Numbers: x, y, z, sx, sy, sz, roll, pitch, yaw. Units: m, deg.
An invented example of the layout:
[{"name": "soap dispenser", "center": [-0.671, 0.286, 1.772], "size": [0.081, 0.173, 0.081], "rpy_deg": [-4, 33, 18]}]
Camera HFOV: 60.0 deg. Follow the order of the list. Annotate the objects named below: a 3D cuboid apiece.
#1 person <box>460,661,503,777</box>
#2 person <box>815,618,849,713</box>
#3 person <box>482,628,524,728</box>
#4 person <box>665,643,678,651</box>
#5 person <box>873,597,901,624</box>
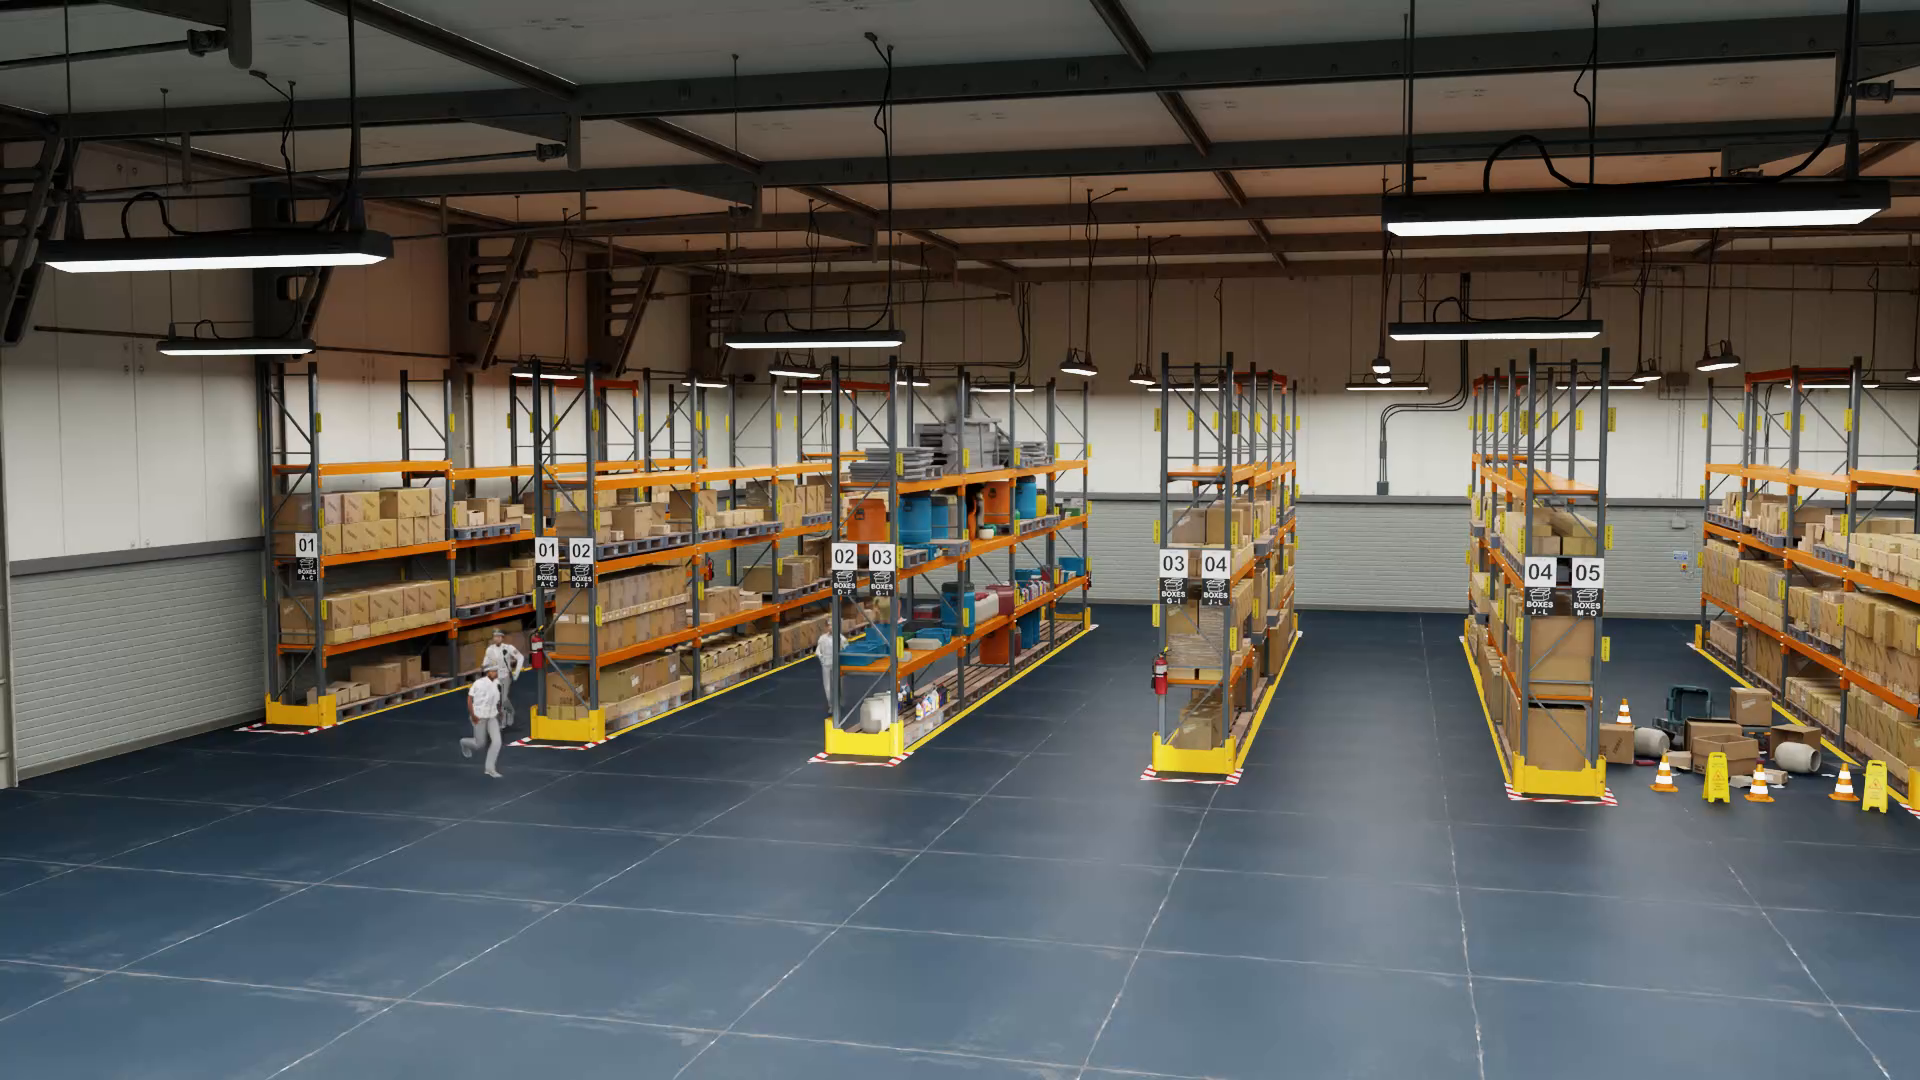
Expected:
[{"name": "person", "center": [-6.817, 2.541, 23.740], "size": [0.784, 1.668, 0.586], "rpy_deg": [3, 5, 34]}, {"name": "person", "center": [-2.204, 2.162, 28.576], "size": [0.605, 1.647, 0.529], "rpy_deg": [0, 4, 6]}, {"name": "person", "center": [-7.500, 2.260, 27.172], "size": [0.635, 1.659, 0.565], "rpy_deg": [0, 4, 4]}, {"name": "person", "center": [-6.020, 1.777, 34.370], "size": [0.588, 1.602, 0.660], "rpy_deg": [1, 4, 11]}, {"name": "person", "center": [-1.570, 1.727, 35.456], "size": [0.571, 1.594, 0.674], "rpy_deg": [1, 4, 14]}]
